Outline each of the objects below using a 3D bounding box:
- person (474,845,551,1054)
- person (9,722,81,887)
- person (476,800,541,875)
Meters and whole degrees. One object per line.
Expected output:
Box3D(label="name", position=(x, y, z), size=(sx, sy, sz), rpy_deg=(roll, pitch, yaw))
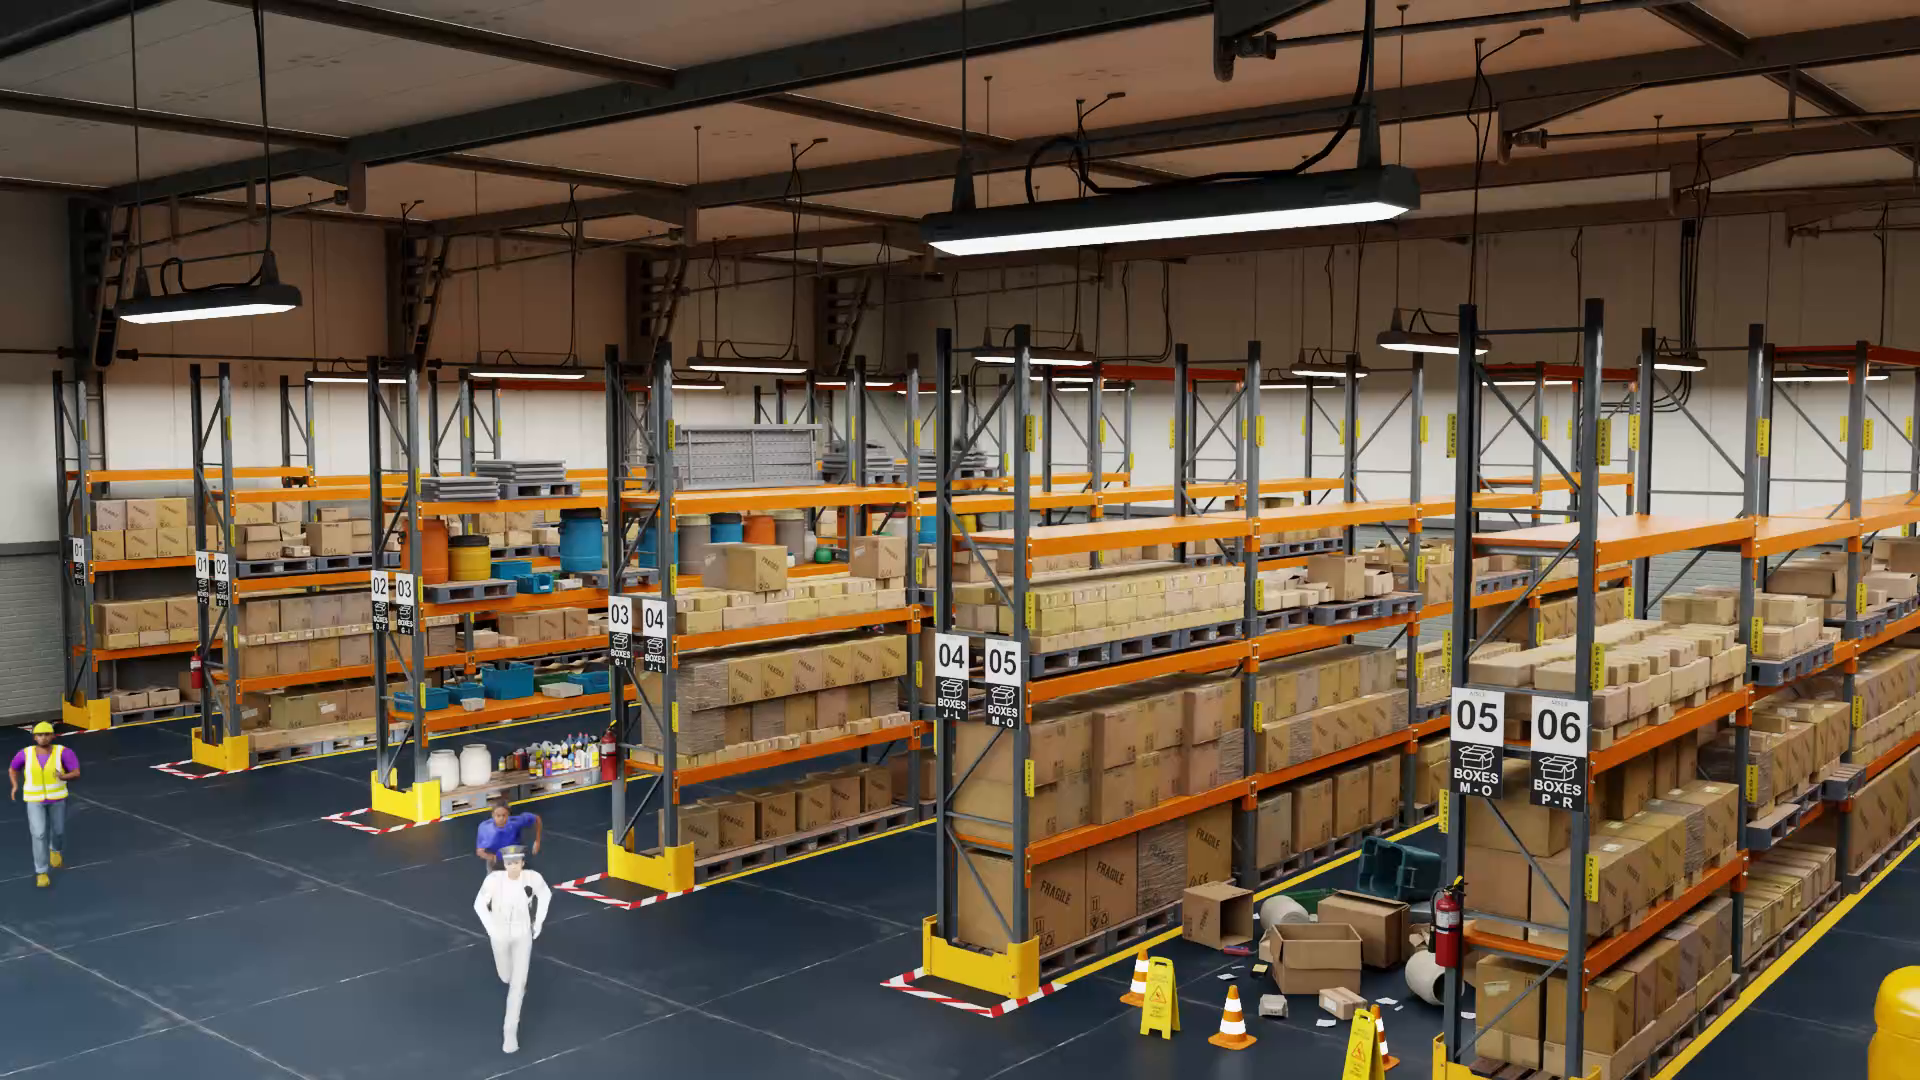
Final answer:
Box3D(label="person", position=(-3.763, 3.339, 14.032), size=(0.619, 1.676, 1.032), rpy_deg=(-1, 4, -10))
Box3D(label="person", position=(-10.241, 2.909, 18.634), size=(0.700, 1.754, 0.989), rpy_deg=(-2, 5, -30))
Box3D(label="person", position=(-4.410, 3.231, 16.291), size=(0.599, 1.507, 0.900), rpy_deg=(-1, 4, -9))
